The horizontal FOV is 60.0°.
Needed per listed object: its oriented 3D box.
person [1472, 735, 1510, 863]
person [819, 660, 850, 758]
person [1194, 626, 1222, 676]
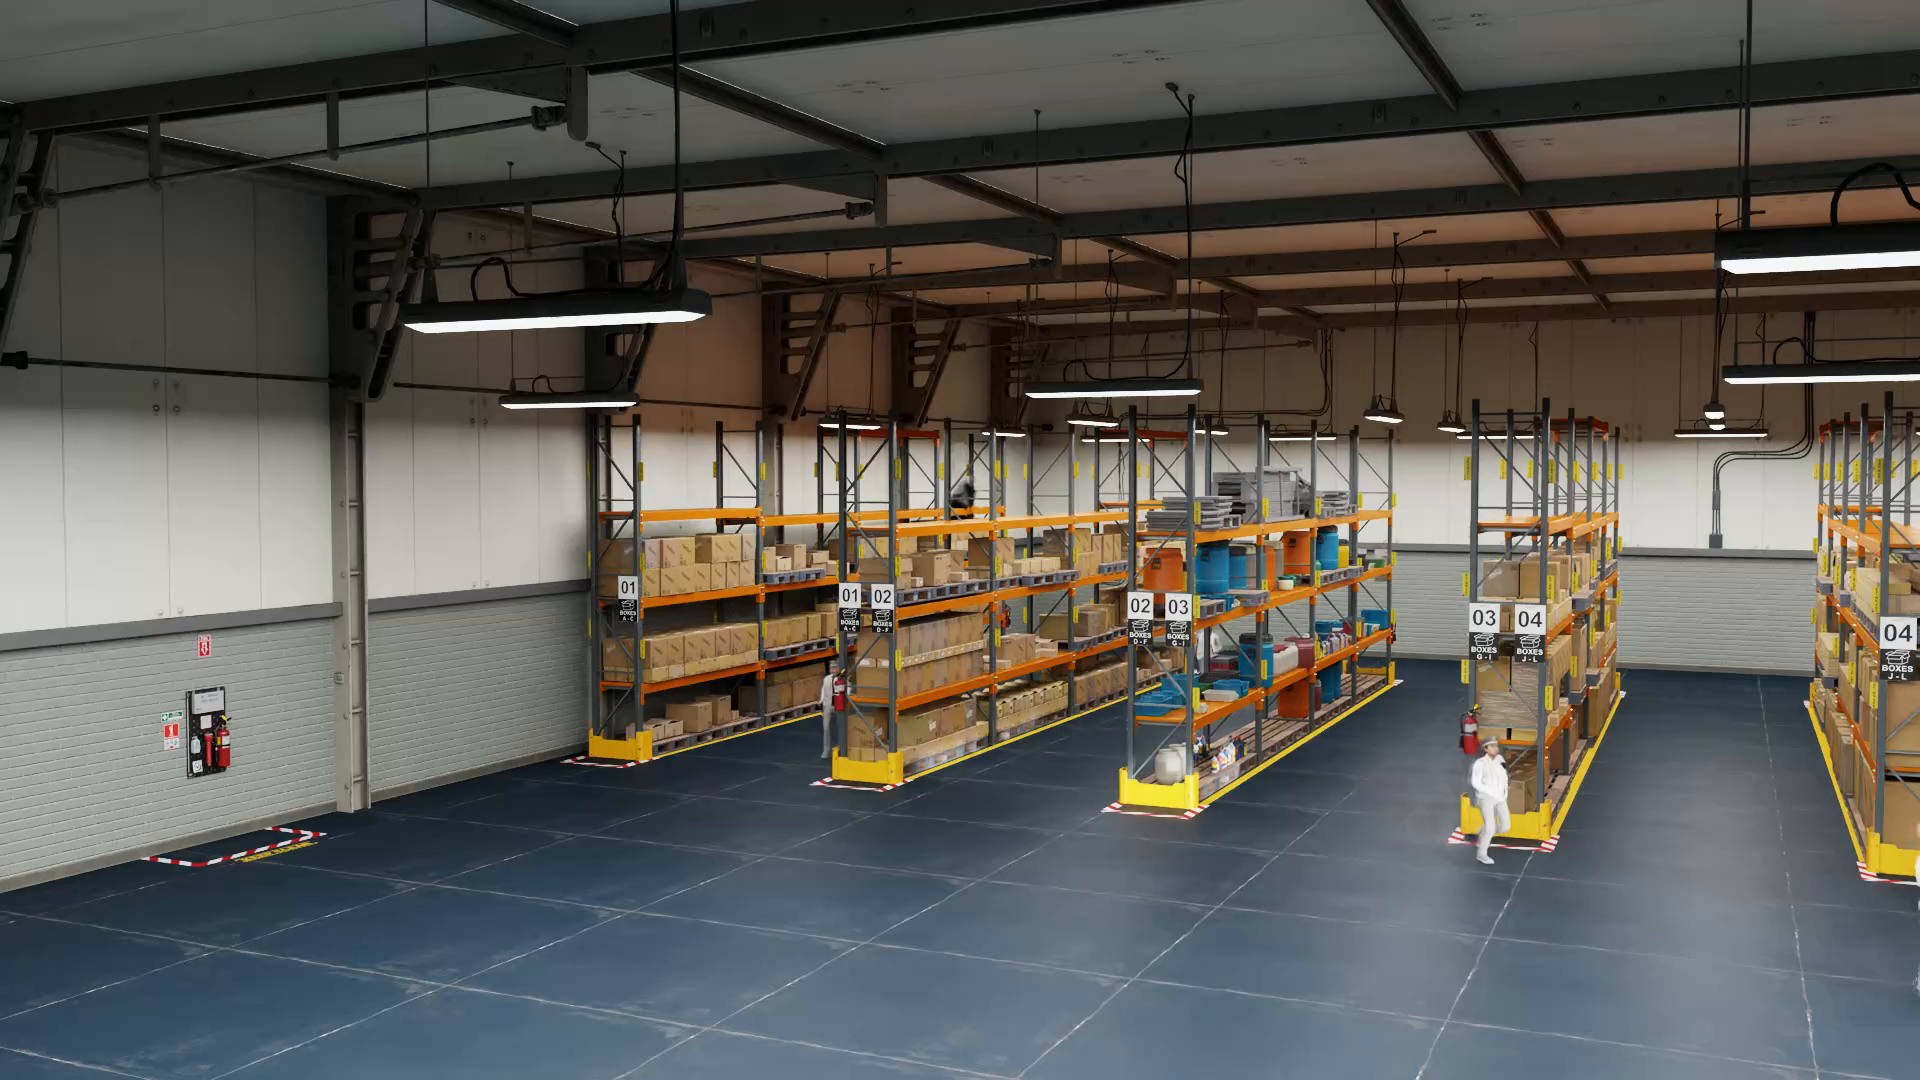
[{"bbox_3d":[6.802,3.303,21.223,0.638,1.654,0.615,-1,3,-21],"label":"person"},{"bbox_3d":[-2.210,2.945,29.215,0.618,1.661,0.929,1,2,17],"label":"person"},{"bbox_3d":[5.407,2.624,36.553,0.689,1.743,0.866,1,2,15],"label":"person"}]
